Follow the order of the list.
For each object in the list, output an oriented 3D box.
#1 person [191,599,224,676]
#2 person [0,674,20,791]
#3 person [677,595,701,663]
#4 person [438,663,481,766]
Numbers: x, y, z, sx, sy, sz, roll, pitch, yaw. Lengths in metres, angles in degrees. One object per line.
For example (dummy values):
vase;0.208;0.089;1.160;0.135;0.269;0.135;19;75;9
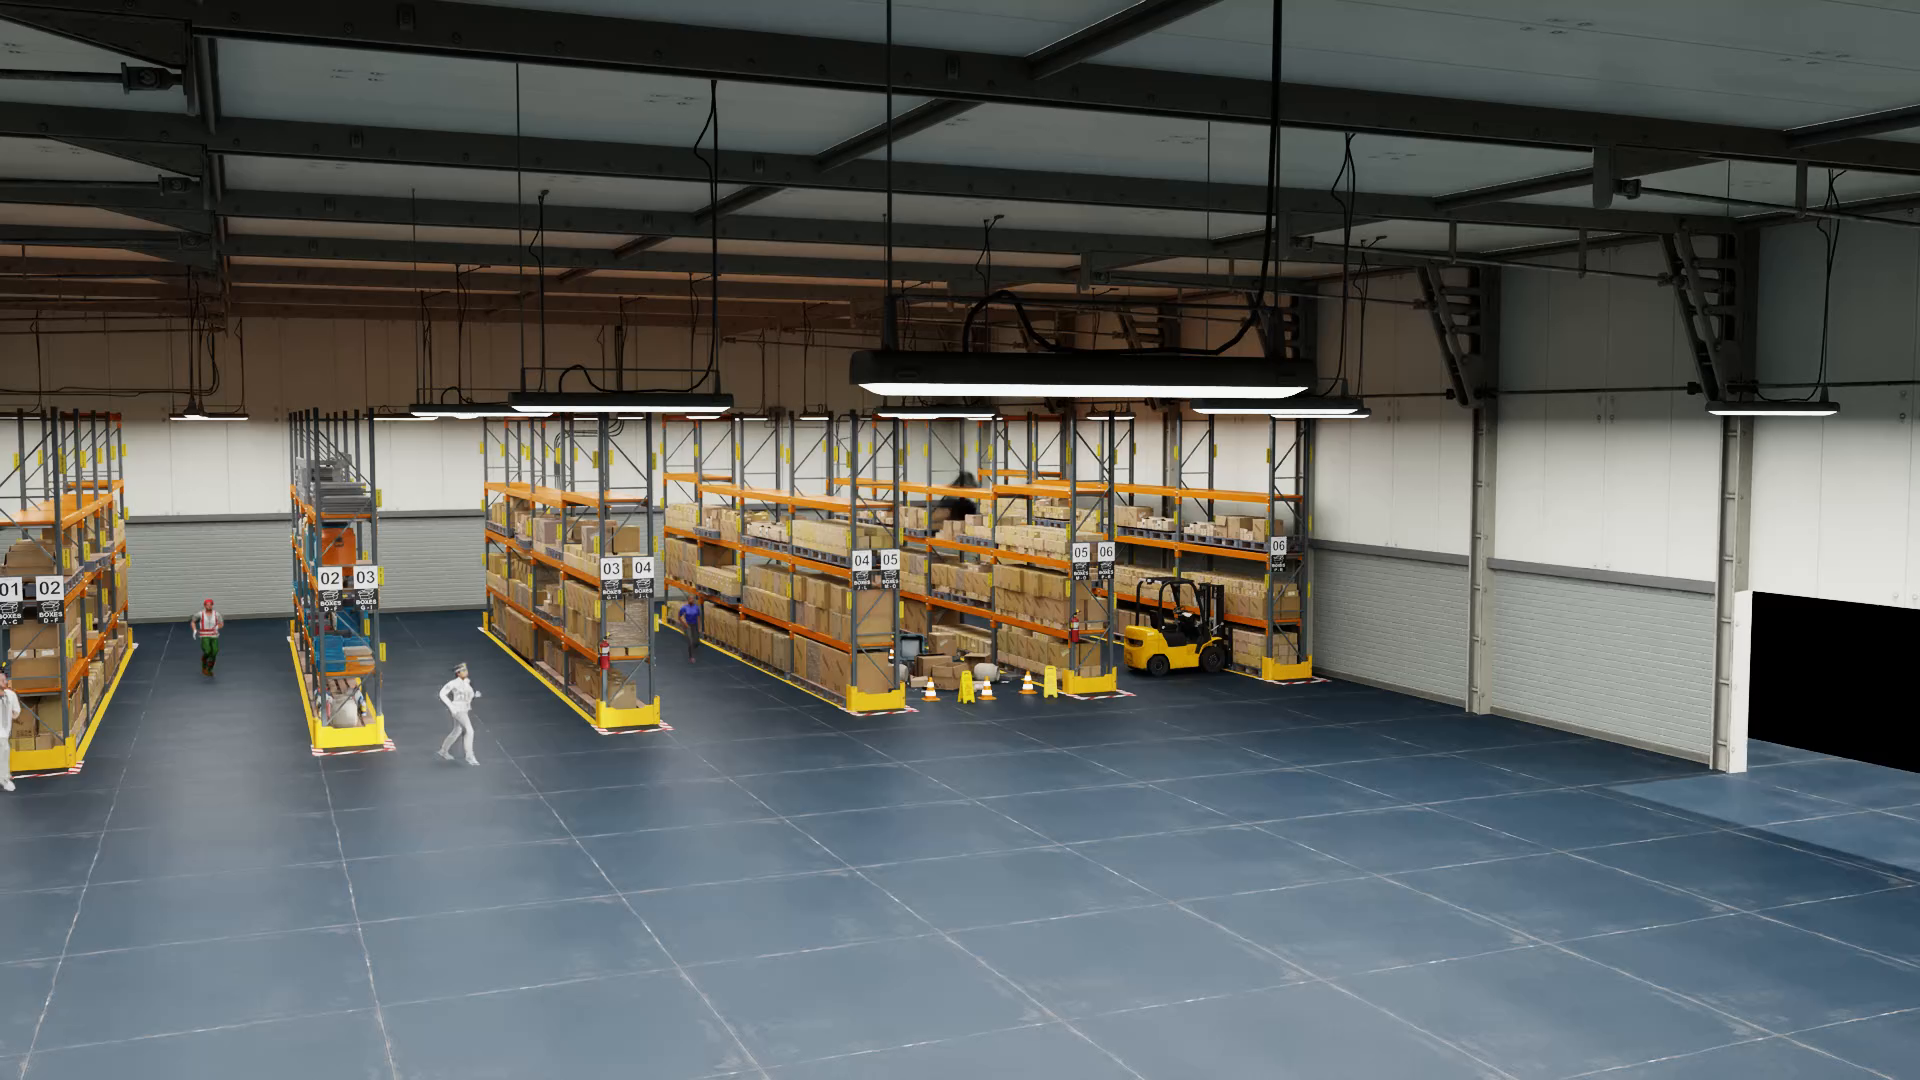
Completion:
person;-16.927;2.198;37.502;0.641;1.744;0.649;-3;5;-38
person;-15.108;3.001;26.194;0.905;1.777;0.697;1;4;17
person;-6.493;2.118;39.935;0.587;1.626;0.601;-2;5;-29
person;-8.414;2.925;28.002;0.749;1.754;0.584;1;4;10
